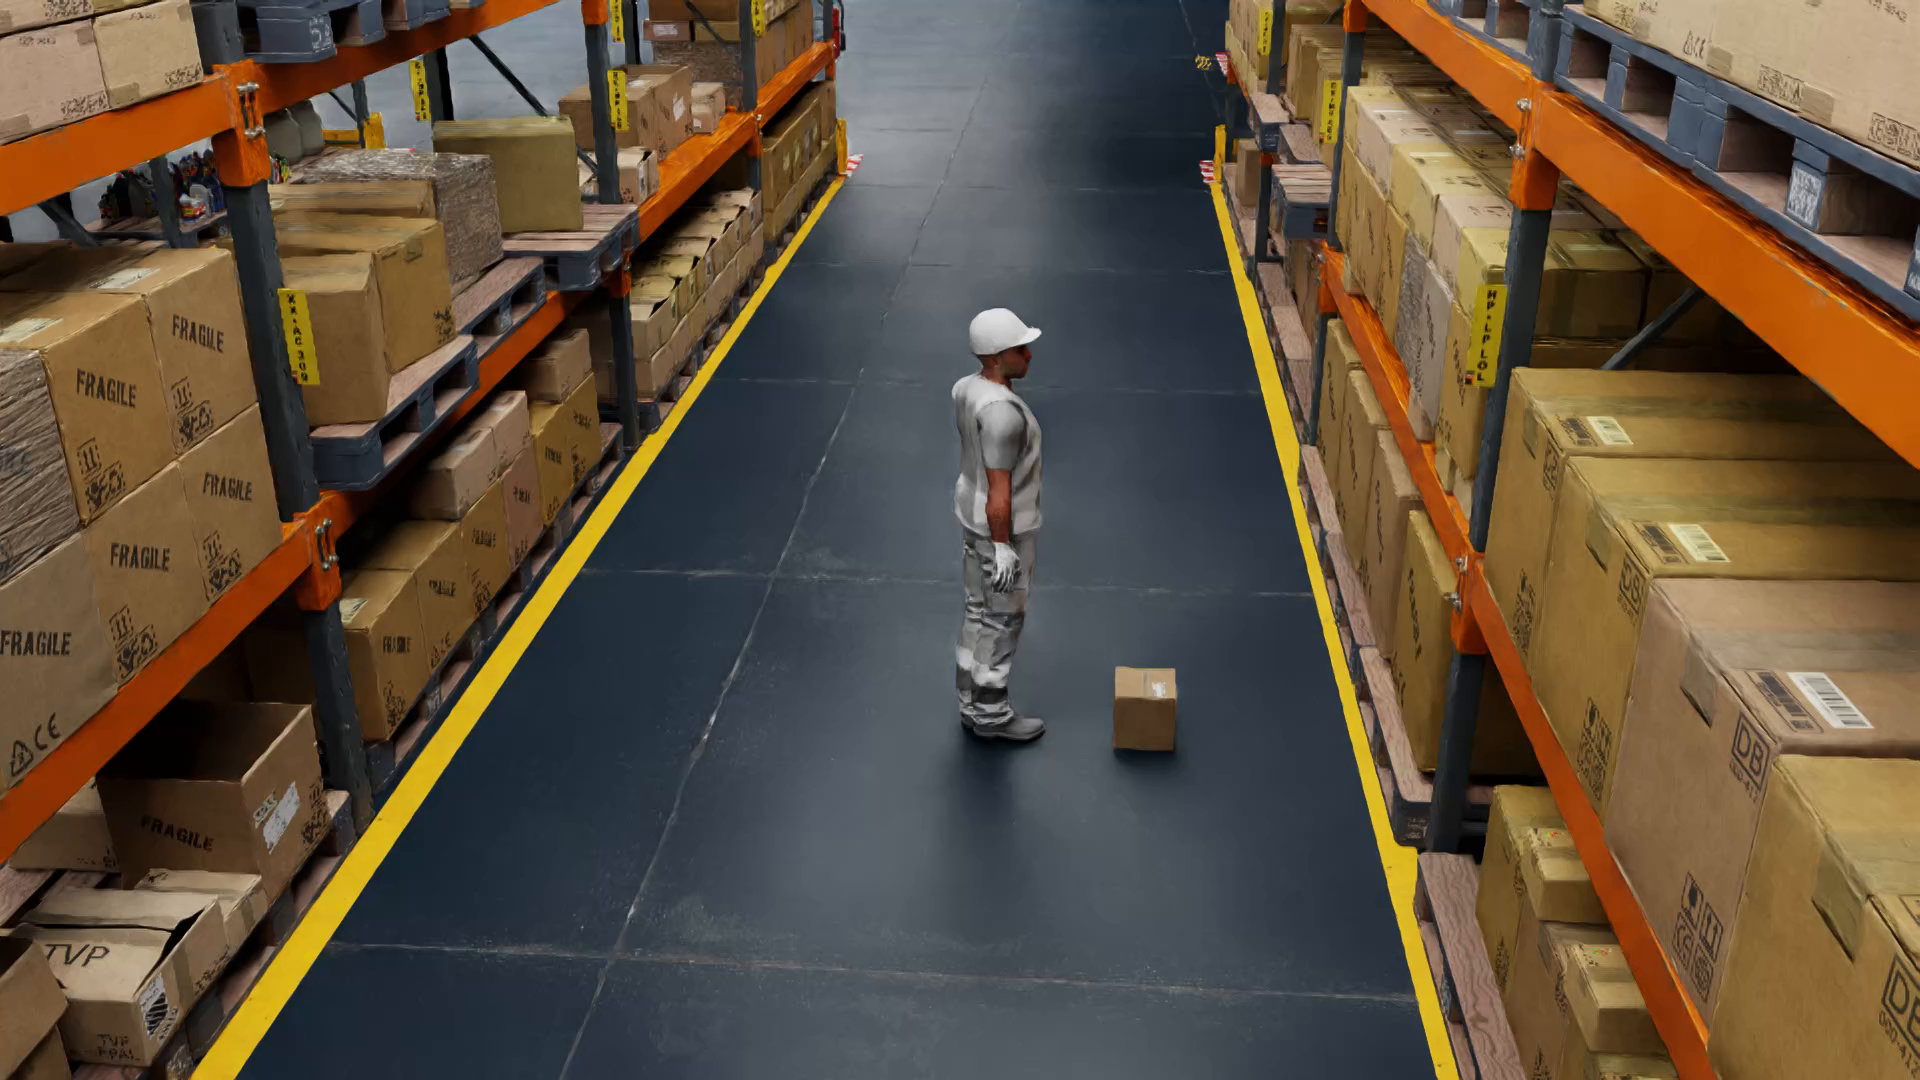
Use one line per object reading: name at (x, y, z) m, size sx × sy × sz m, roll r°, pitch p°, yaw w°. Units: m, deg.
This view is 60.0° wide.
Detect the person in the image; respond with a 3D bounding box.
person at (0.145, -0.064, 6.666) m, size 0.335 × 1.792 × 0.655 m, roll -8°, pitch 26°, yaw -18°
